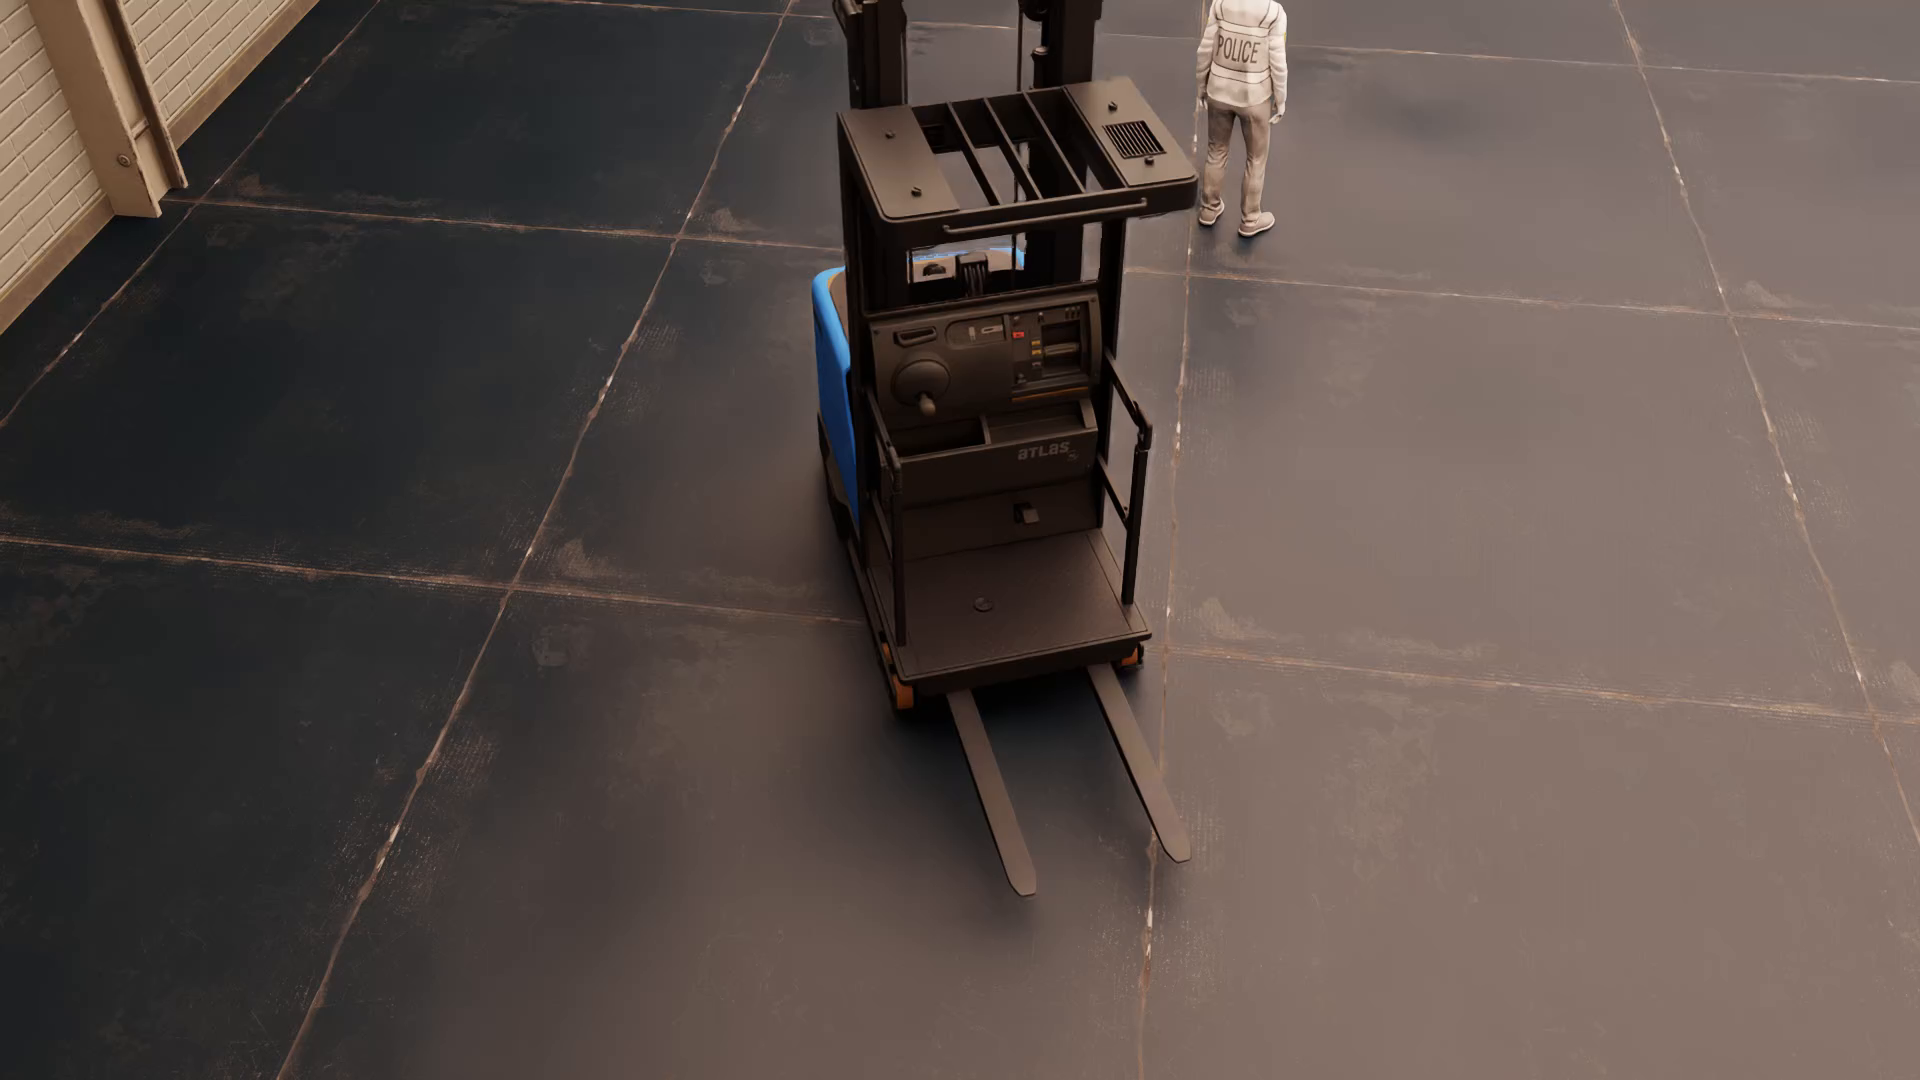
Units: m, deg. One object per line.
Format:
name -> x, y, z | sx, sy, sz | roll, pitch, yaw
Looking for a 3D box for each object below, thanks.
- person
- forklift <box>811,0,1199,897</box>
person -> 1.588, -2.516, 9.403 | 0.540, 1.661, 0.374 | 20, 46, 20
forklift -> 0.165, -0.648, 6.430 | 1.130, 2.935, 3.031 | -10, 44, -11
